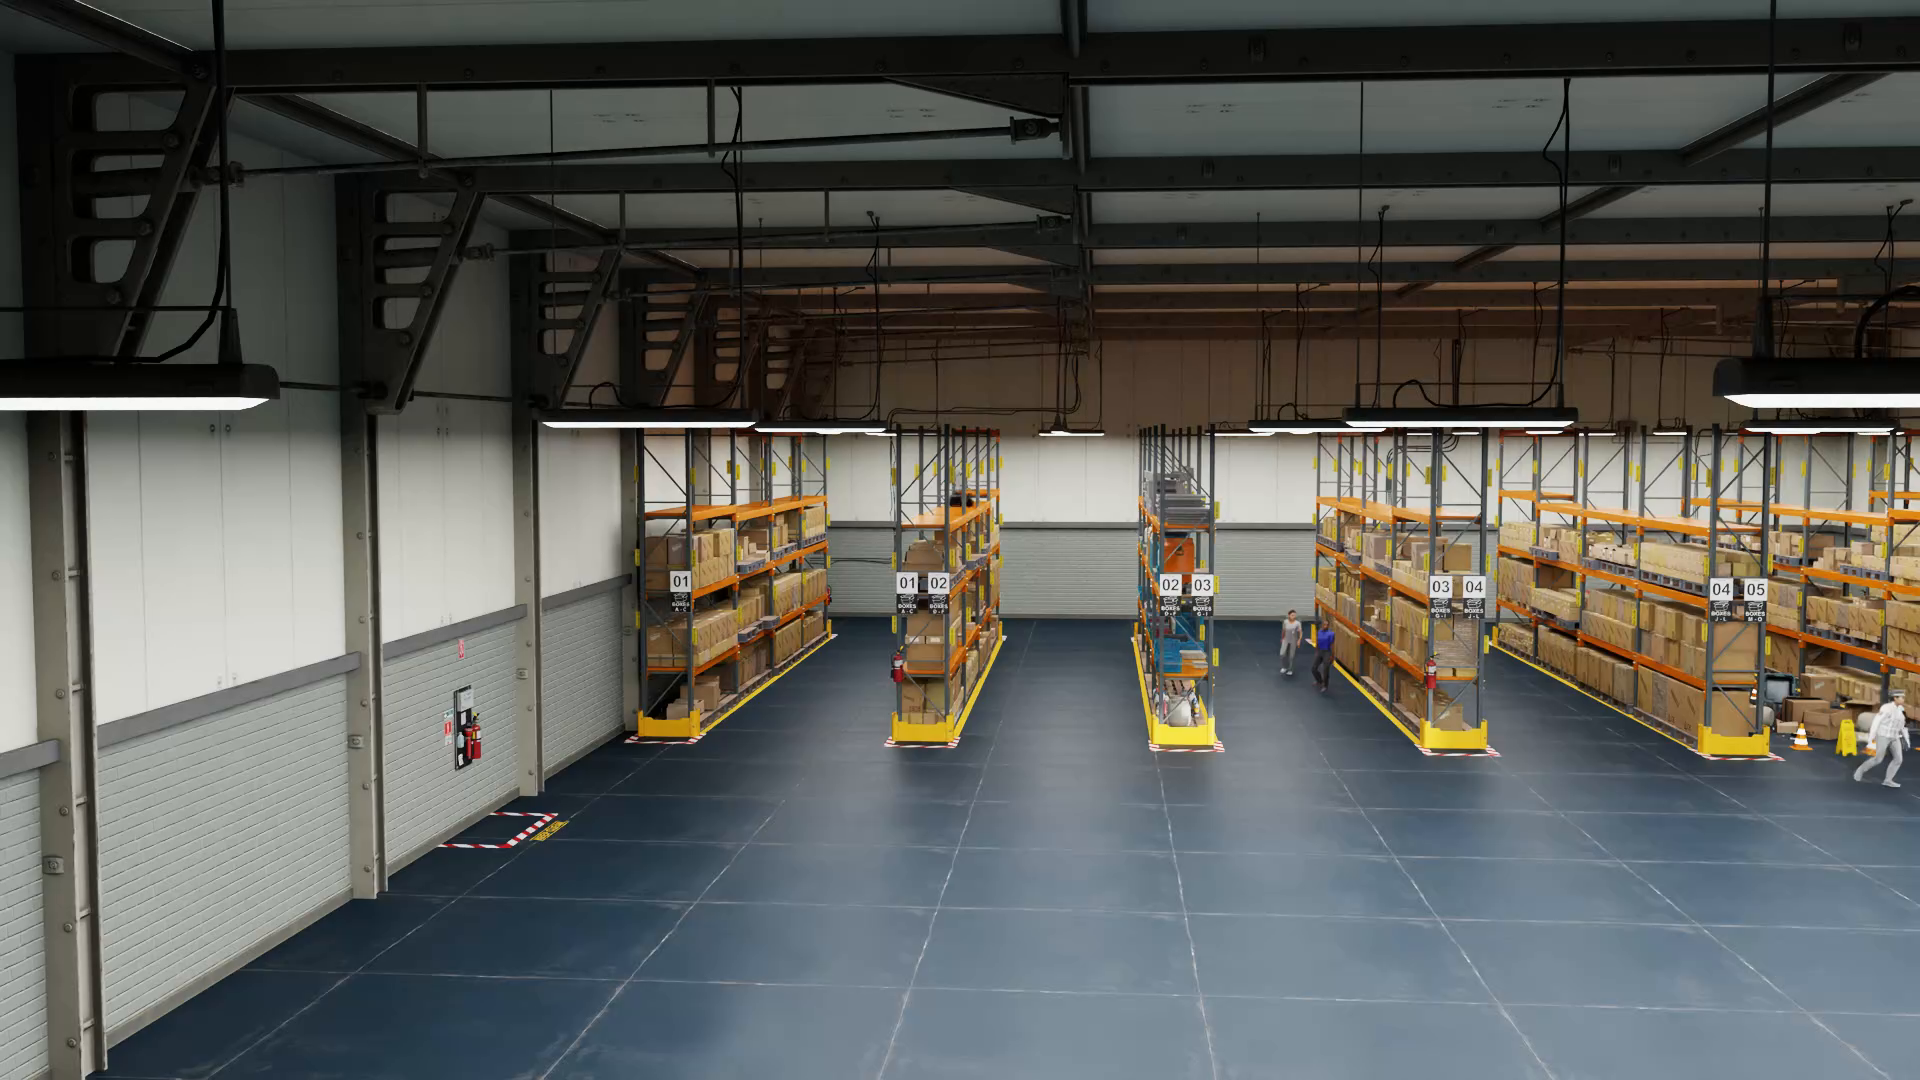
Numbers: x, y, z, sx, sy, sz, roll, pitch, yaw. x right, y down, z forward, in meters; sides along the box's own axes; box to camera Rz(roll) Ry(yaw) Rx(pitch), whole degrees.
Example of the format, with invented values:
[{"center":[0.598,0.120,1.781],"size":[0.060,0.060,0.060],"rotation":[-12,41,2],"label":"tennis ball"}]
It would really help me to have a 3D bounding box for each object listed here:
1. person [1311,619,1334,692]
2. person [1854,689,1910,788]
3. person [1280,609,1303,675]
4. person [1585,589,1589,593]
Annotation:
[{"center":[8.232,2.615,37.677],"size":[0.583,1.682,0.447],"rotation":[3,4,37],"label":"person"},{"center":[15.234,3.239,27.467],"size":[0.675,1.619,0.679],"rotation":[-2,4,-24],"label":"person"},{"center":[7.981,2.465,40.082],"size":[0.572,1.623,0.659],"rotation":[1,4,20],"label":"person"},{"center":[17.303,2.164,45.403],"size":[0.703,1.594,0.836],"rotation":[-2,4,-25],"label":"person"}]
